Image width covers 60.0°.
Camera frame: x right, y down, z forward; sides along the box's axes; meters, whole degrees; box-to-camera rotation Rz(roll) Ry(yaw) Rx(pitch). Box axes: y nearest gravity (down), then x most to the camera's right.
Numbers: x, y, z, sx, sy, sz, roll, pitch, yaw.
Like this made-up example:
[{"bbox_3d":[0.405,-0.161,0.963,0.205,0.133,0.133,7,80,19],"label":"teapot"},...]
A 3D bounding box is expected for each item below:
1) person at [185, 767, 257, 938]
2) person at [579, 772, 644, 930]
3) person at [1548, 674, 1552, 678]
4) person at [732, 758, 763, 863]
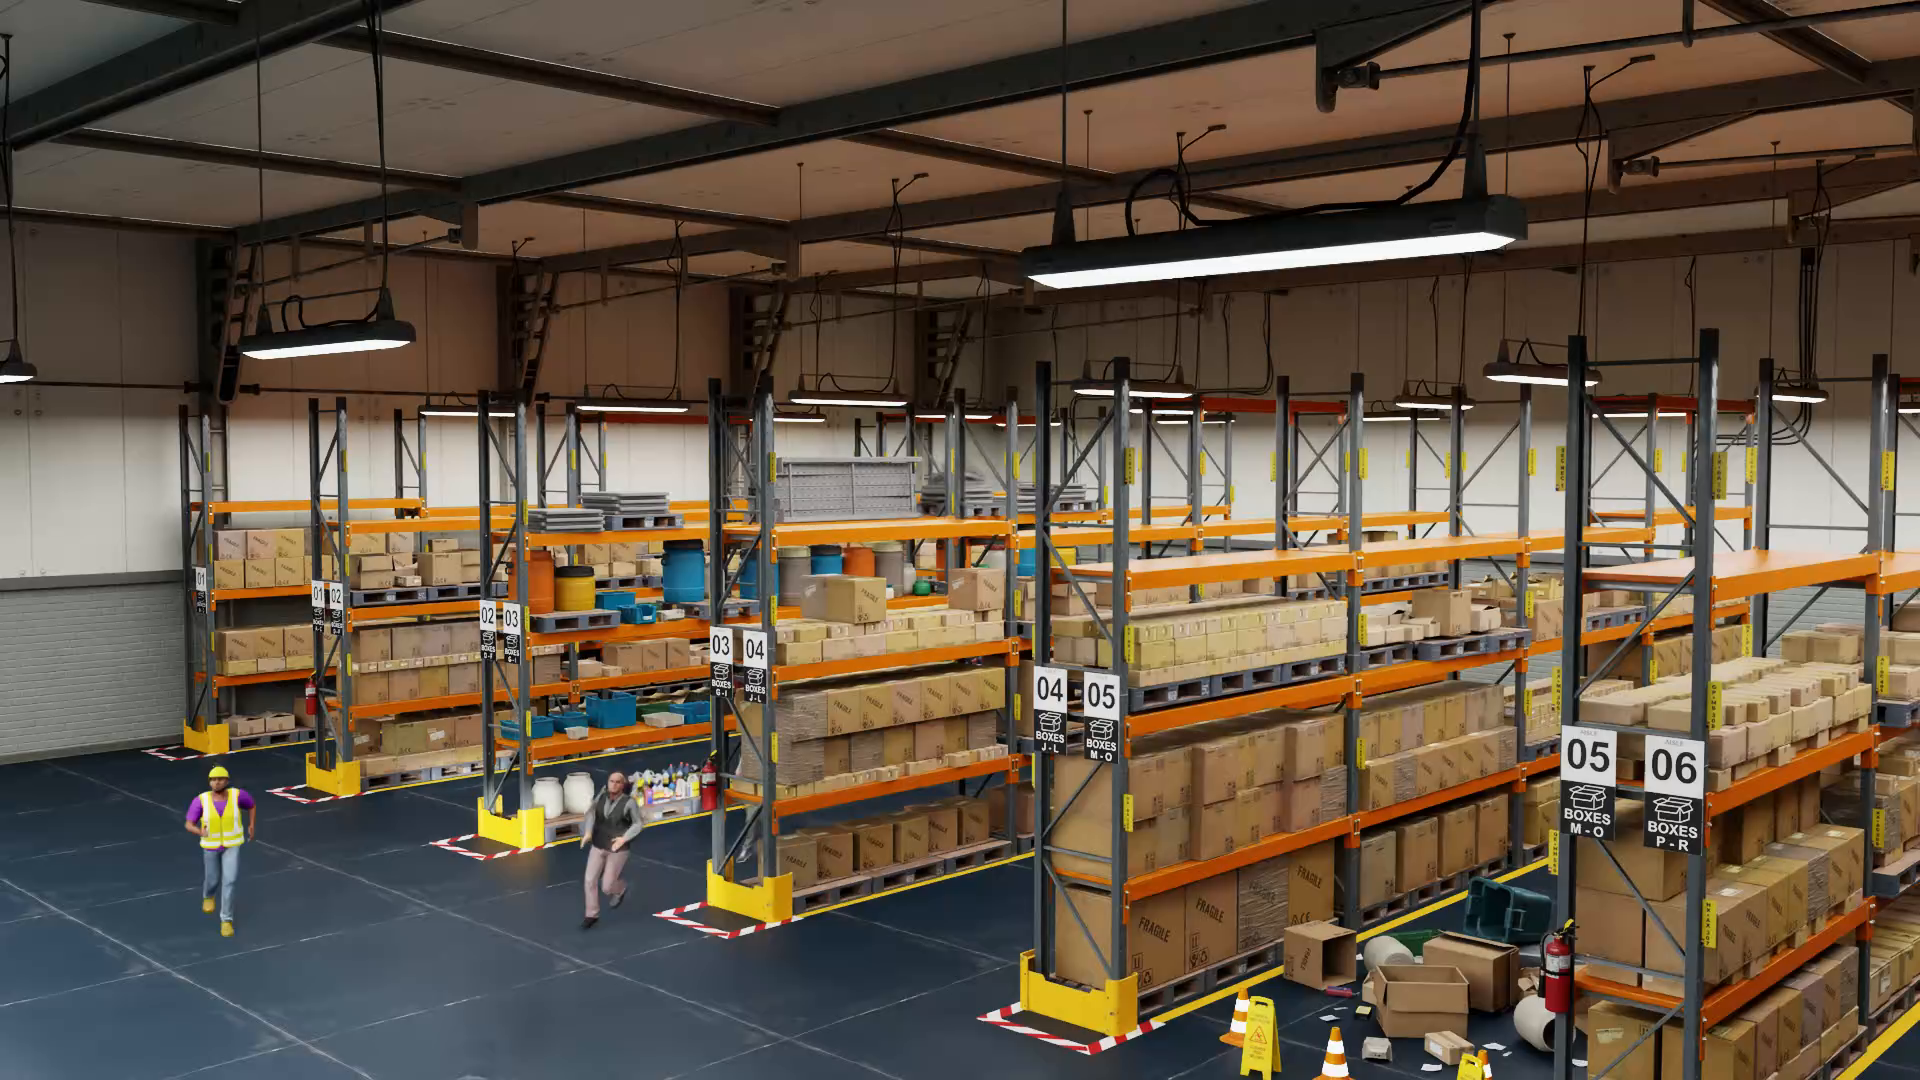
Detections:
[{"bbox_3d":[-8.023,3.328,18.073,0.710,1.771,0.975,-1,3,-23],"label":"person"},{"bbox_3d":[-3.804,3.380,18.255,0.701,1.690,0.733,1,3,14],"label":"person"},{"bbox_3d":[9.628,2.952,26.779,0.596,1.623,0.584,-2,4,-34],"label":"person"},{"bbox_3d":[-2.617,3.242,21.271,0.533,1.607,0.848,2,4,33],"label":"person"}]
